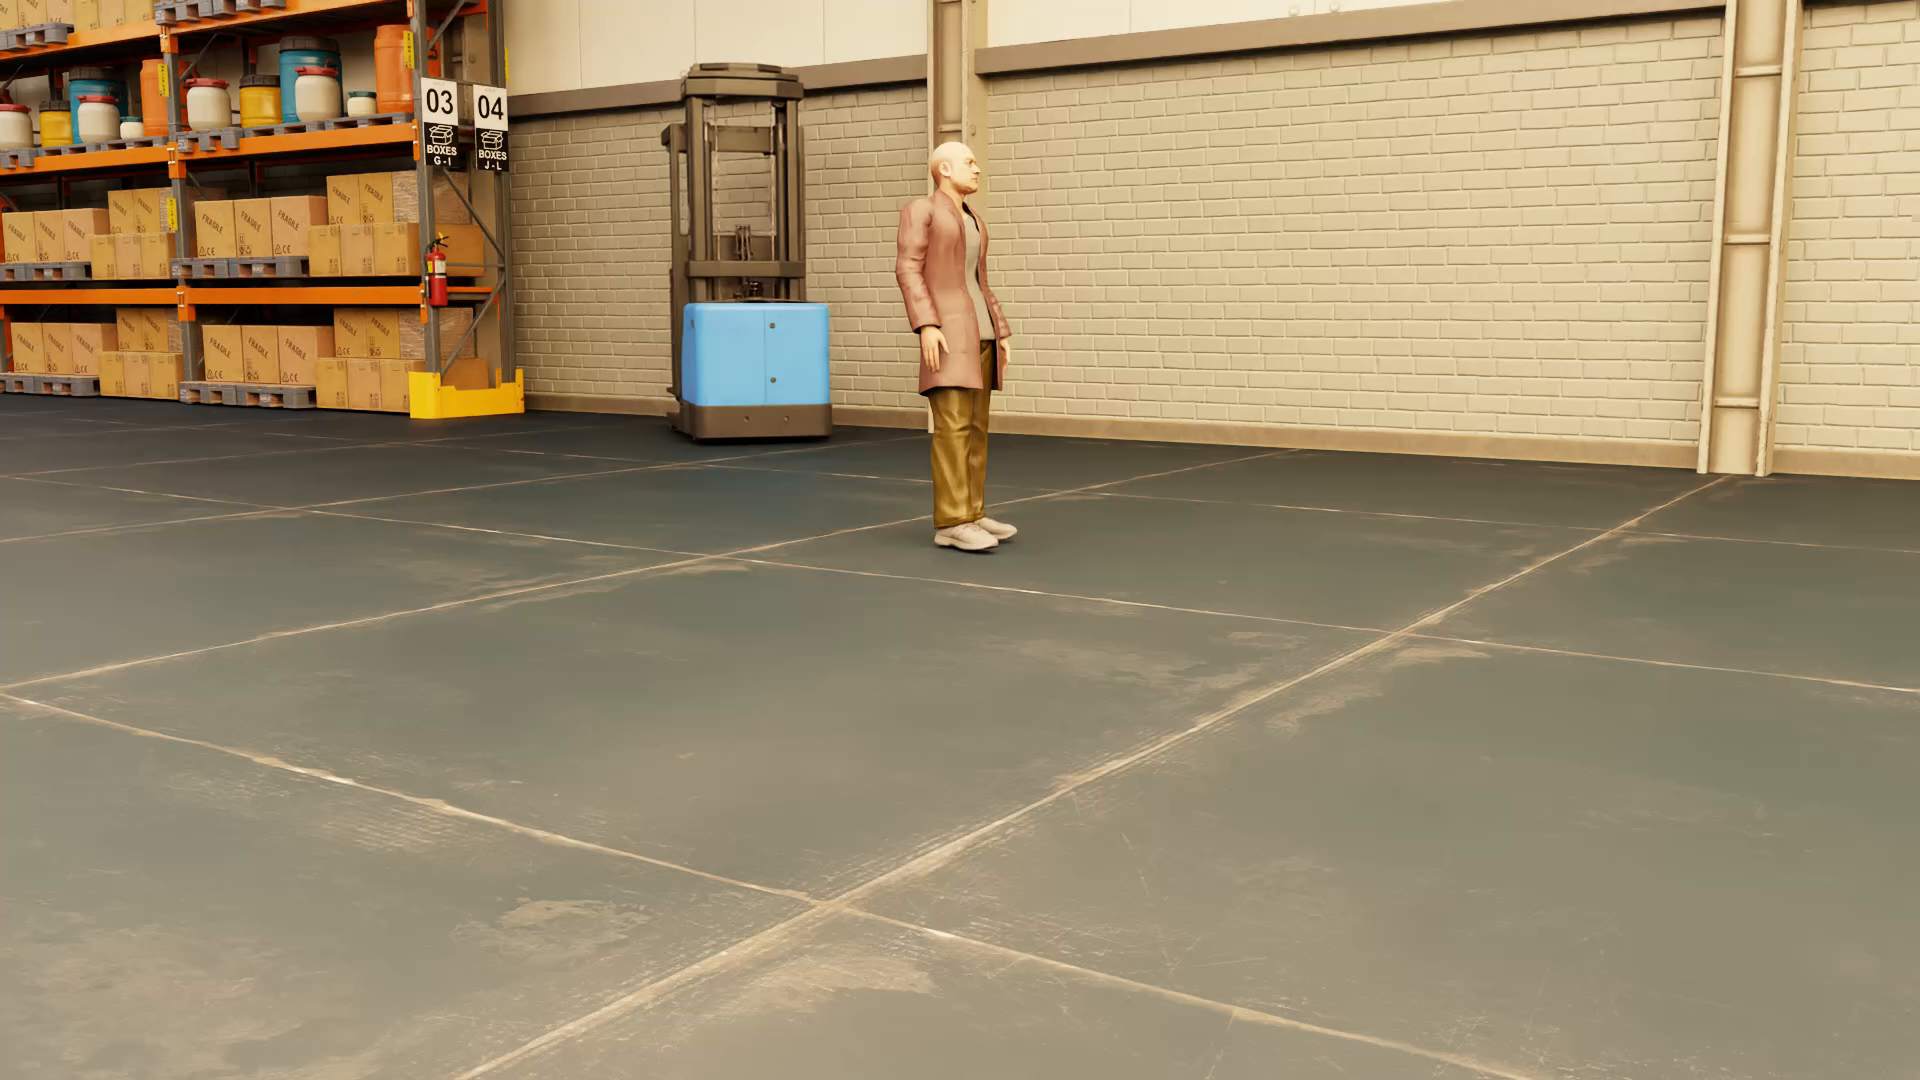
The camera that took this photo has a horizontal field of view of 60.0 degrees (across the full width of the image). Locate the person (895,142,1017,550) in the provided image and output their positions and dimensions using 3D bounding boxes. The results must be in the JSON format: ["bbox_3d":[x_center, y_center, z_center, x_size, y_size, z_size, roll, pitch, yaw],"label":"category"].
[{"bbox_3d":[0.072,-0.880,7.423,0.582,1.776,0.696,5,10,34],"label":"person"}]

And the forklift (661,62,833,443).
[{"bbox_3d":[-1.870,-2.365,13.822,1.130,2.935,3.031,-2,8,-16],"label":"forklift"}]
